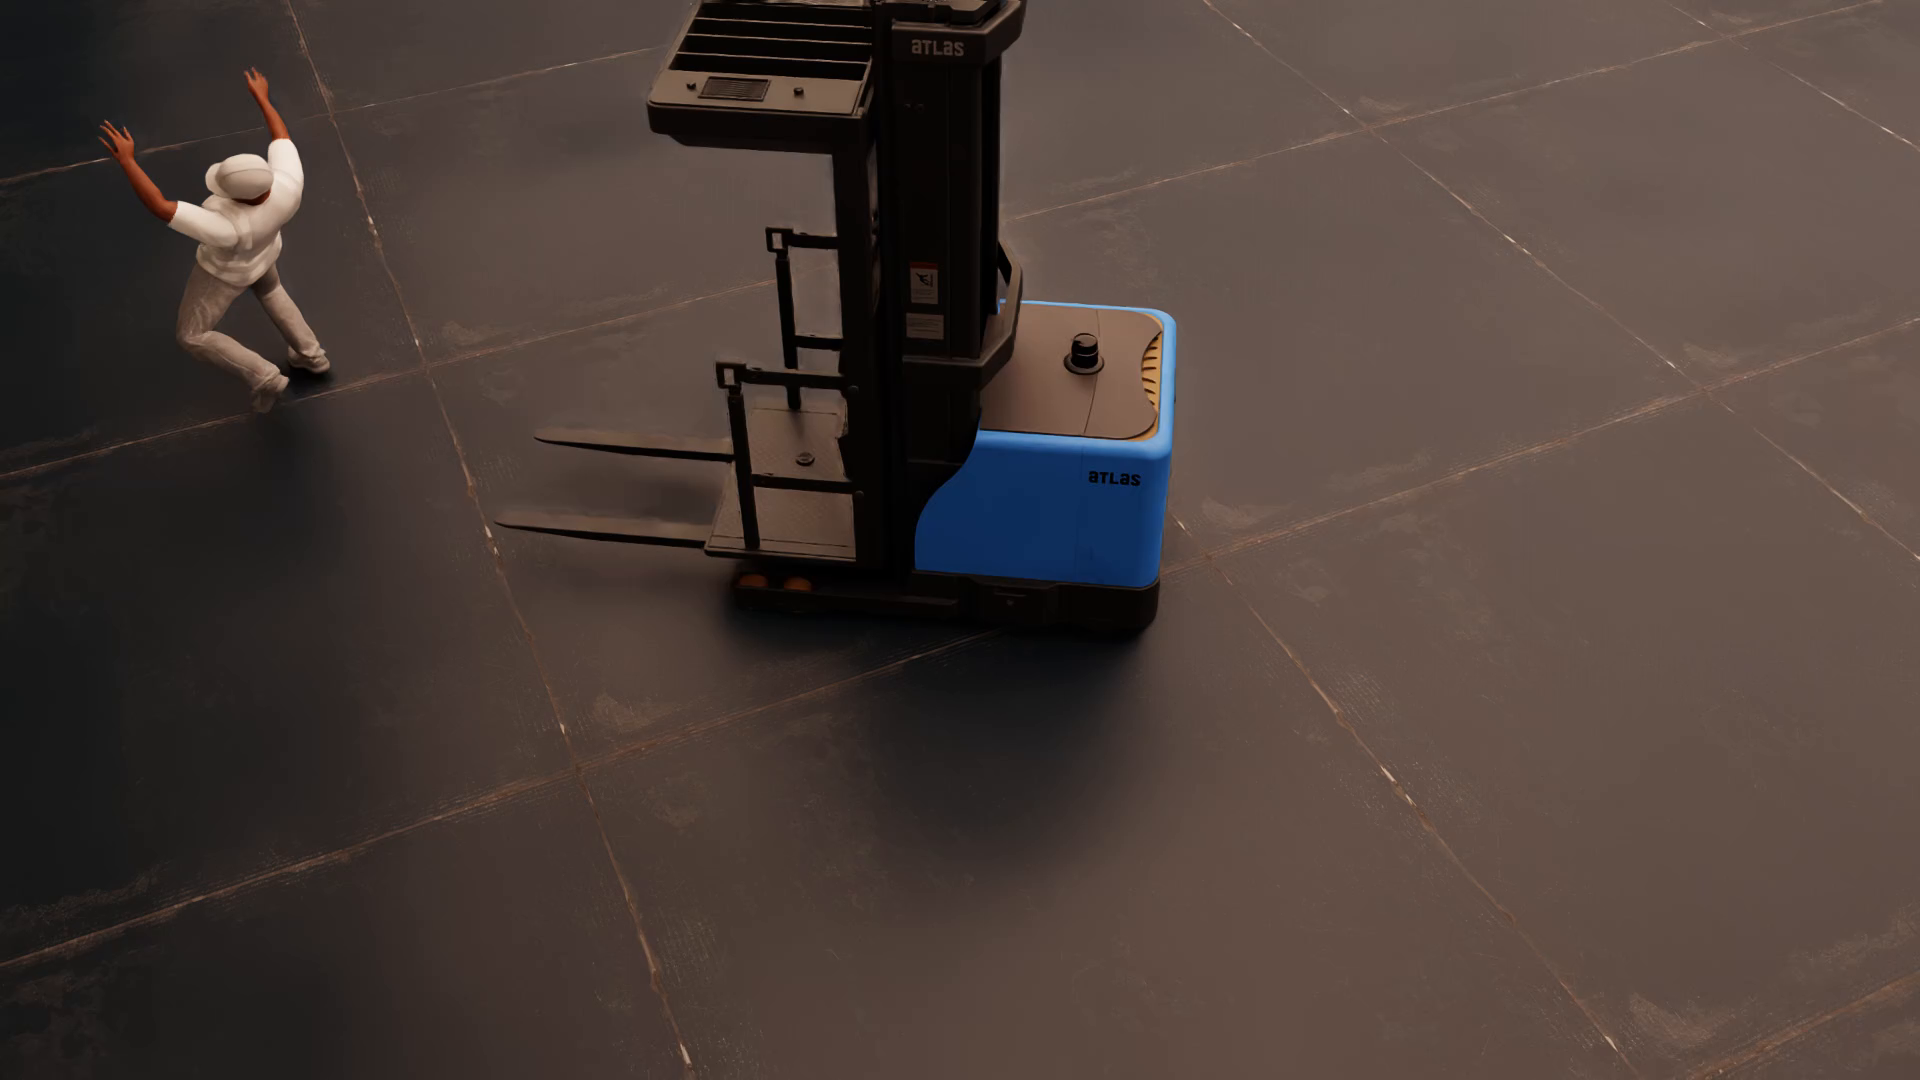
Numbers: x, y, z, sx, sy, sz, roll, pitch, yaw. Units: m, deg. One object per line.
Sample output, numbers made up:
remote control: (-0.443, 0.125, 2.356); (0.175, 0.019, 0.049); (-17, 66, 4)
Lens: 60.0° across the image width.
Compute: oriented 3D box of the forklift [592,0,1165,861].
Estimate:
forklift: (-0.315, -0.691, 6.420); (1.130, 2.935, 3.031); (25, 48, 24)

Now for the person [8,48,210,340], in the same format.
person: (-4.431, -1.820, 8.679); (0.562, 1.692, 1.090); (-21, 47, -21)
